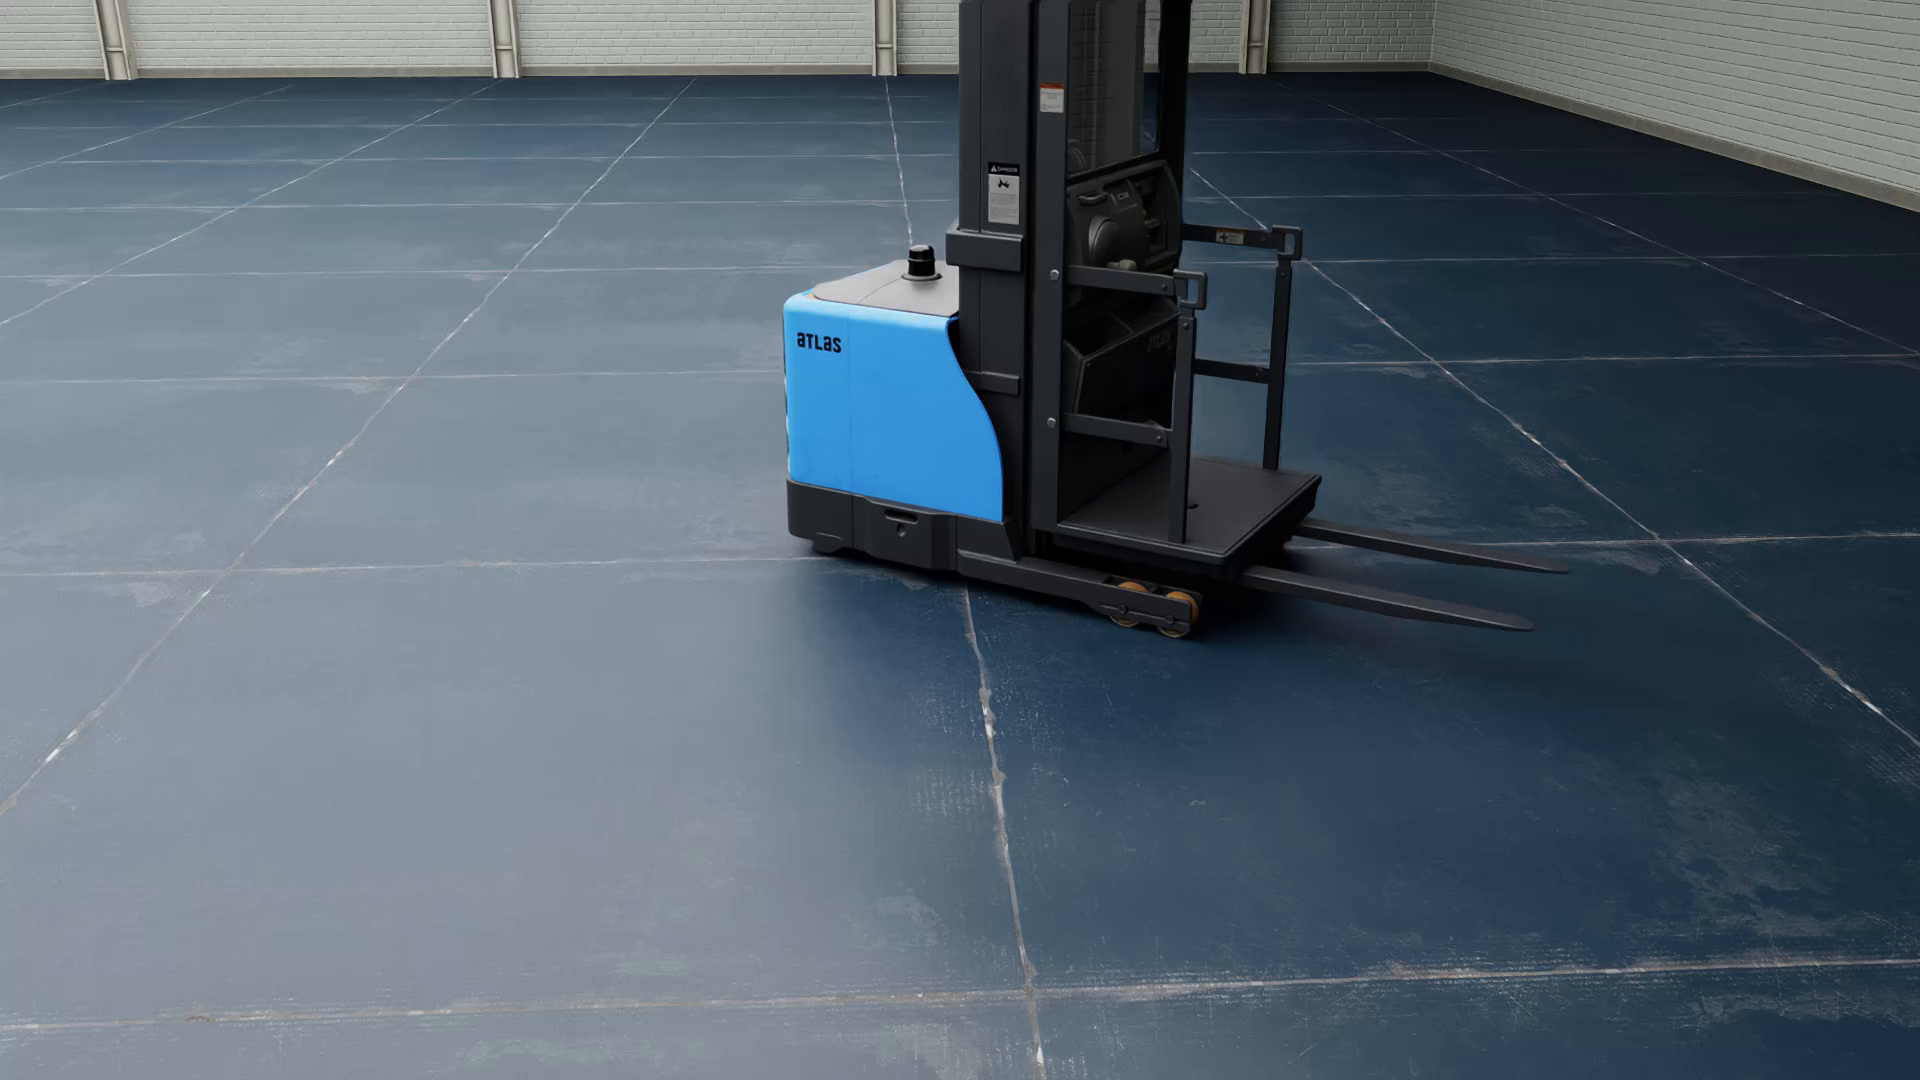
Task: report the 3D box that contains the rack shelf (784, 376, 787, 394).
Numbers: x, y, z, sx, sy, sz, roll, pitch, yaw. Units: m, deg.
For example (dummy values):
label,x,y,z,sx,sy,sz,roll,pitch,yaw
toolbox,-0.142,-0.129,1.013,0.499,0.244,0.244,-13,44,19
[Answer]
label,x,y,z,sx,sy,sz,roll,pitch,yaw
rack shelf,-0.610,-0.693,7.264,0.200,0.077,0.258,12,24,28

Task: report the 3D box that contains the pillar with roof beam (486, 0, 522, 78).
label,x,y,z,sx,sy,sz,roll,pitch,yaw
pillar with roof beam,-6.959,-10.064,20.907,0.400,9.000,9.100,-1,21,-3

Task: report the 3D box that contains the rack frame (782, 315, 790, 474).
label,x,y,z,sx,sy,sz,roll,pitch,yaw
rack frame,-0.698,-0.574,7.364,0.006,0.900,0.240,12,24,28

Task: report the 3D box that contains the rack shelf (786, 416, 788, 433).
label,x,y,z,sx,sy,sz,roll,pitch,yaw
rack shelf,-0.610,-0.525,7.328,0.200,0.077,0.258,12,24,28

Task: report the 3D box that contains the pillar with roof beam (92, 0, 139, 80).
label,x,y,z,sx,sy,sz,roll,pitch,yaw
pillar with roof beam,-12.949,-9.942,20.587,0.400,9.000,9.100,-1,21,-3

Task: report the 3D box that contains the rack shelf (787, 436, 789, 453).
label,x,y,z,sx,sy,sz,roll,pitch,yaw
rack shelf,-0.610,-0.441,7.360,0.200,0.077,0.258,12,24,28

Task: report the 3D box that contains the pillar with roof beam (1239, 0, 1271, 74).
label,x,y,z,sx,sy,sz,roll,pitch,yaw
pillar with roof beam,5.021,-10.307,21.547,0.400,9.000,9.100,-1,21,-3

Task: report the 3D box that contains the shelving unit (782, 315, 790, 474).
label,x,y,z,sx,sy,sz,roll,pitch,yaw
shelving unit,-0.610,-0.556,7.317,0.208,0.900,0.258,12,24,28
